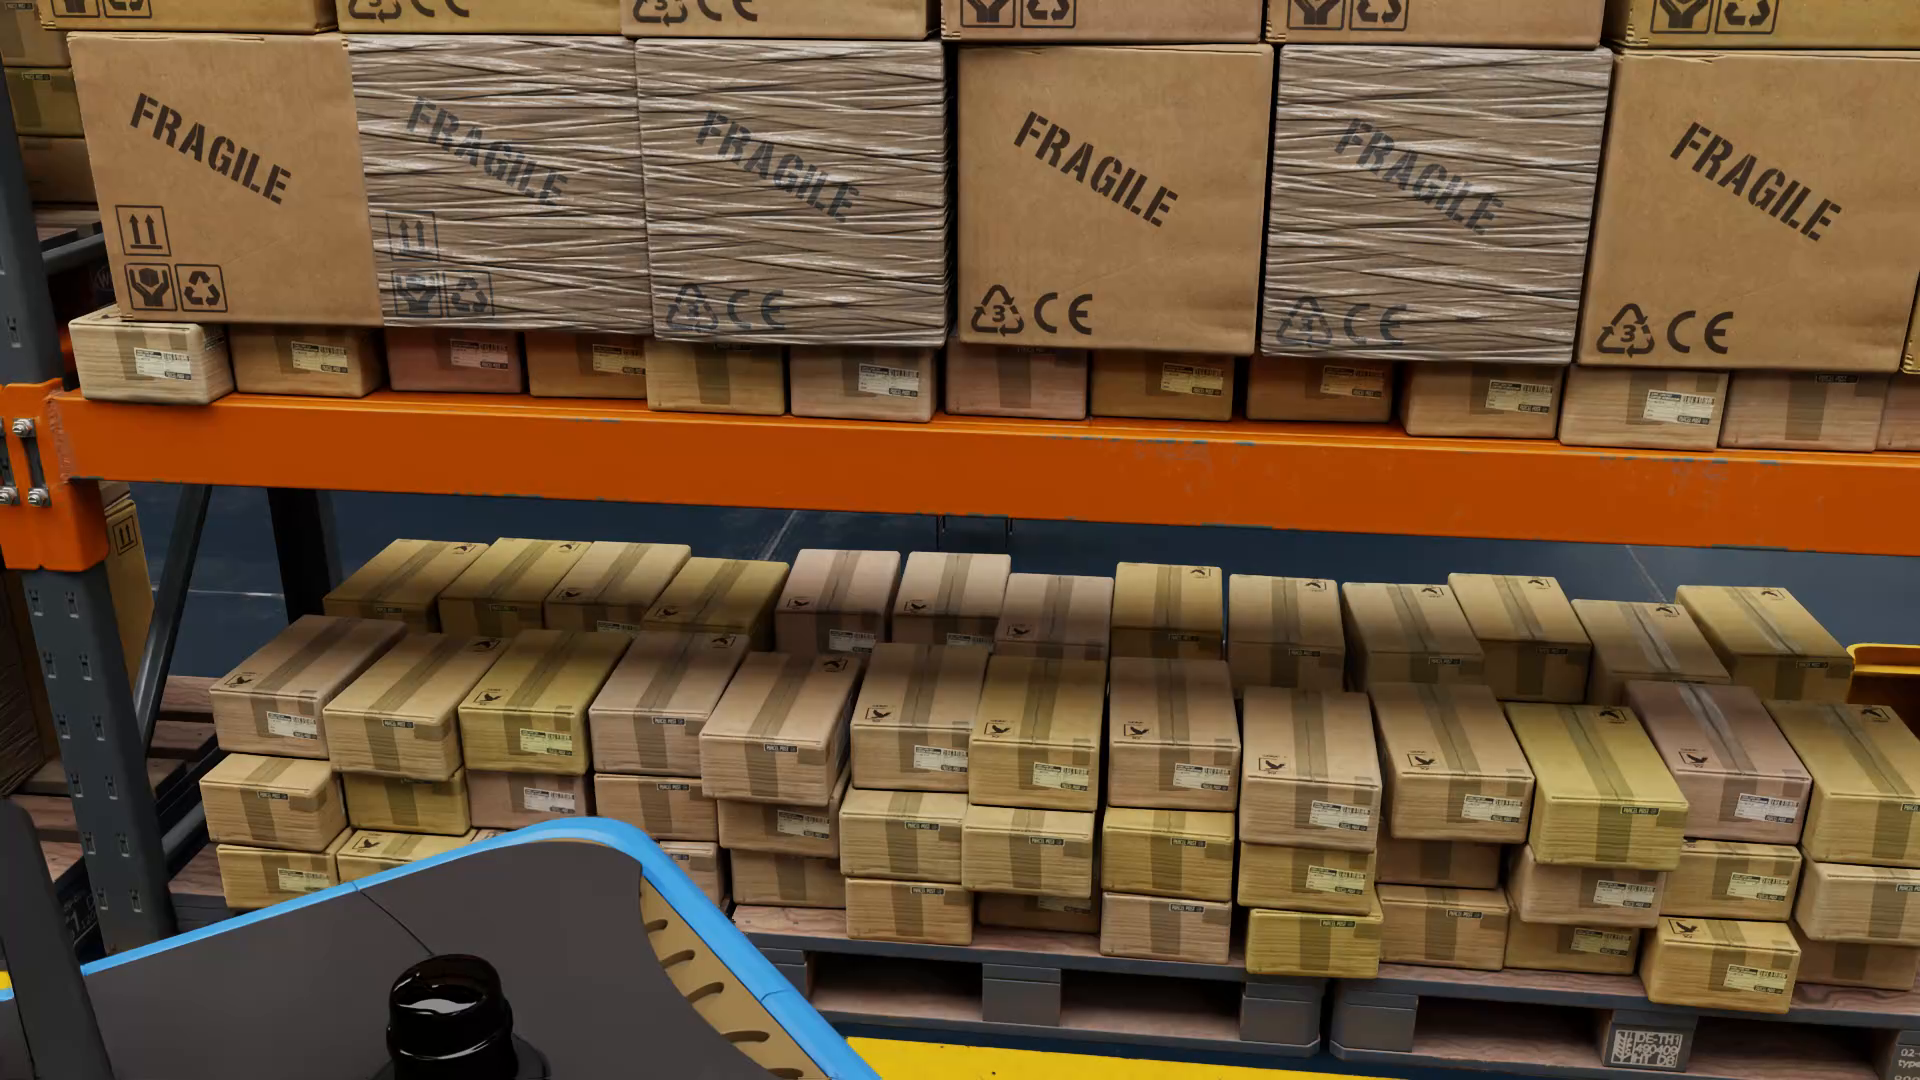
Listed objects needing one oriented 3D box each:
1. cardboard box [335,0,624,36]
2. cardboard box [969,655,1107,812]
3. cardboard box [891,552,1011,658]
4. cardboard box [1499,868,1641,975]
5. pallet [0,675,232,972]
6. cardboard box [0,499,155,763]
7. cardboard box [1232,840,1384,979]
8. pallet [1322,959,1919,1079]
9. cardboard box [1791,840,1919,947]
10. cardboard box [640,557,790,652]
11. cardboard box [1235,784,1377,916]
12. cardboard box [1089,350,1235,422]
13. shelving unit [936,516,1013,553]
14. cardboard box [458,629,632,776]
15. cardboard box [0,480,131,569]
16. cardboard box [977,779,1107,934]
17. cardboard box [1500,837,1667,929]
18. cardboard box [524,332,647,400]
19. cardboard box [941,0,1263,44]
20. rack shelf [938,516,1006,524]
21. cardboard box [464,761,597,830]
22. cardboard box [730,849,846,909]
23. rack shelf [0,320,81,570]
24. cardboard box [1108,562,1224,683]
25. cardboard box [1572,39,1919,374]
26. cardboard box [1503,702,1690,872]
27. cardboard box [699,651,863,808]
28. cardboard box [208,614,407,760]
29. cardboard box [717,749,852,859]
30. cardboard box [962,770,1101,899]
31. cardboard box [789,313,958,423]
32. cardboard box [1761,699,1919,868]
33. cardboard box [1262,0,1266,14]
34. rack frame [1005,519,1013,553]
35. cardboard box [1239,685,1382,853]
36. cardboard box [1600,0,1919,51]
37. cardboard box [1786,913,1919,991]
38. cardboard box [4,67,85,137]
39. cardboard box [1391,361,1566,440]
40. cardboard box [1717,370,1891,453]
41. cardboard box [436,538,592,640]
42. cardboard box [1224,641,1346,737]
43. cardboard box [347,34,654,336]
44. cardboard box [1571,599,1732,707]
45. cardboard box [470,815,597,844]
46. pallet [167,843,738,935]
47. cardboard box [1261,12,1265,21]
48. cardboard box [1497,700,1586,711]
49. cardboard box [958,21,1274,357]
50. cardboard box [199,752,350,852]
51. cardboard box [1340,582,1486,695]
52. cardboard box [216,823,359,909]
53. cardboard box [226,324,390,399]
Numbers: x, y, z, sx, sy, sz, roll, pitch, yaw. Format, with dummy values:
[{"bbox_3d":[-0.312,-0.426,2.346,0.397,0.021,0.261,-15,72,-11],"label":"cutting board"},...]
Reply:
[{"bbox_3d":[-0.767,-1.160,2.892,0.500,0.500,0.500,2,22,5],"label":"cardboard box"},{"bbox_3d":[0.164,0.386,3.380,0.250,0.149,0.380,3,22,7],"label":"cardboard box"},{"bbox_3d":[-0.015,0.169,3.930,0.250,0.149,0.380,2,22,4],"label":"cardboard box"},{"bbox_3d":[1.203,0.705,3.384,0.250,0.149,0.380,2,22,6],"label":"cardboard box"},{"bbox_3d":[-2.476,0.629,4.063,1.213,0.211,1.003,2,22,6],"label":"pallet"},{"bbox_3d":[-2.405,0.203,4.175,0.500,0.500,0.500,3,22,8],"label":"cardboard box"},{"bbox_3d":[0.695,0.711,3.369,0.250,0.149,0.380,2,22,4],"label":"cardboard box"},{"bbox_3d":[1.391,0.783,3.671,1.213,0.211,1.003,2,22,6],"label":"pallet"},{"bbox_3d":[1.712,0.611,3.215,0.250,0.149,0.380,2,22,5],"label":"cardboard box"},{"bbox_3d":[-0.564,0.184,3.893,0.250,0.149,0.380,3,22,8],"label":"cardboard box"},{"bbox_3d":[0.680,0.572,3.315,0.250,0.149,0.380,3,22,7],"label":"cardboard box"},{"bbox_3d":[0.378,-0.350,3.086,0.250,0.149,0.380,3,22,7],"label":"cardboard box"},{"bbox_3d":[0.053,-0.486,5.741,0.252,1.050,0.215,2,22,6],"label":"shelving unit"},{"bbox_3d":[-0.862,0.336,3.508,0.250,0.149,0.380,2,22,6],"label":"cardboard box"},{"bbox_3d":[-2.405,-0.145,4.036,0.500,0.250,0.500,2,22,4],"label":"cardboard box"},{"bbox_3d":[0.184,0.653,3.514,0.250,0.149,0.380,3,22,8],"label":"cardboard box"},{"bbox_3d":[1.195,0.590,3.270,0.250,0.149,0.380,2,22,4],"label":"cardboard box"},{"bbox_3d":[-0.655,-0.396,3.204,0.250,0.149,0.380,2,22,4],"label":"cardboard box"},{"bbox_3d":[0.239,-1.104,2.751,0.500,0.500,0.500,2,22,4],"label":"cardboard box"},{"bbox_3d":[0.053,-0.218,5.847,0.240,0.259,0.215,2,22,6],"label":"rack shelf"},{"bbox_3d":[-0.872,0.465,3.585,0.250,0.149,0.380,2,22,6],"label":"cardboard box"},{"bbox_3d":[-0.333,0.623,3.590,0.250,0.149,0.380,2,22,4],"label":"cardboard box"},{"bbox_3d":[-3.689,-0.387,3.818,4.000,0.370,1.077,2,22,6],"label":"rack shelf"},{"bbox_3d":[0.480,0.195,3.863,0.250,0.149,0.380,3,22,7],"label":"cardboard box"},{"bbox_3d":[1.282,-0.597,2.828,0.500,0.500,0.500,2,22,5],"label":"cardboard box"},{"bbox_3d":[1.199,0.465,3.182,0.250,0.149,0.380,2,22,5],"label":"cardboard box"},{"bbox_3d":[-0.357,0.380,3.397,0.250,0.149,0.380,3,22,7],"label":"cardboard box"},{"bbox_3d":[-1.385,0.309,3.575,0.250,0.149,0.380,3,22,8],"label":"cardboard box"},{"bbox_3d":[-0.334,0.498,3.501,0.250,0.149,0.380,4,22,9],"label":"cardboard box"},{"bbox_3d":[0.151,0.552,3.365,0.250,0.149,0.380,3,22,7],"label":"cardboard box"},{"bbox_3d":[-0.146,-0.347,3.080,0.250,0.149,0.380,3,22,9],"label":"cardboard box"},{"bbox_3d":[1.714,0.461,3.190,0.250,0.149,0.380,3,22,7],"label":"cardboard box"},{"bbox_3d":[0.839,-1.278,3.193,0.500,0.500,0.500,2,22,5],"label":"cardboard box"},{"bbox_3d":[0.174,-0.481,5.728,0.008,1.050,0.200,2,22,6],"label":"rack frame"},{"bbox_3d":[0.676,0.439,3.246,0.250,0.149,0.380,3,22,8],"label":"cardboard box"},{"bbox_3d":[1.283,-1.063,2.648,0.500,0.500,0.500,2,22,4],"label":"cardboard box"},{"bbox_3d":[1.722,0.722,3.341,0.250,0.149,0.380,3,22,7],"label":"cardboard box"},{"bbox_3d":[-2.040,-1.037,3.849,0.250,0.149,0.380,3,22,7],"label":"cardboard box"},{"bbox_3d":[0.905,-0.311,2.987,0.250,0.149,0.380,2,22,4],"label":"cardboard box"},{"bbox_3d":[1.419,-0.286,2.925,0.250,0.149,0.380,2,22,6],"label":"cardboard box"},{"bbox_3d":[-1.060,0.136,4.014,0.250,0.149,0.380,3,22,7],"label":"cardboard box"},{"bbox_3d":[0.744,0.375,3.812,0.250,0.149,0.380,1,22,4],"label":"cardboard box"},{"bbox_3d":[-0.748,-0.688,3.059,0.500,0.500,0.500,2,22,6],"label":"cardboard box"},{"bbox_3d":[1.501,0.277,3.656,0.250,0.149,0.380,3,22,7],"label":"cardboard box"},{"bbox_3d":[-0.862,0.632,3.568,0.250,0.149,0.380,2,22,6],"label":"cardboard box"},{"bbox_3d":[-1.032,0.678,3.938,1.213,0.211,1.003,2,22,6],"label":"pallet"},{"bbox_3d":[0.837,-0.807,3.360,0.500,0.500,0.500,3,22,7],"label":"cardboard box"},{"bbox_3d":[1.261,0.403,3.742,0.250,0.149,0.380,3,22,7],"label":"cardboard box"},{"bbox_3d":[0.283,-0.640,2.939,0.500,0.500,0.500,4,22,9],"label":"cardboard box"},{"bbox_3d":[-1.380,0.490,3.523,0.250,0.149,0.380,3,22,9],"label":"cardboard box"},{"bbox_3d":[1.010,0.239,3.753,0.250,0.149,0.380,1,22,4],"label":"cardboard box"},{"bbox_3d":[-1.379,0.628,3.577,0.250,0.149,0.380,2,22,4],"label":"cardboard box"},{"bbox_3d":[-1.195,-0.402,3.220,0.250,0.149,0.380,3,22,8],"label":"cardboard box"}]
